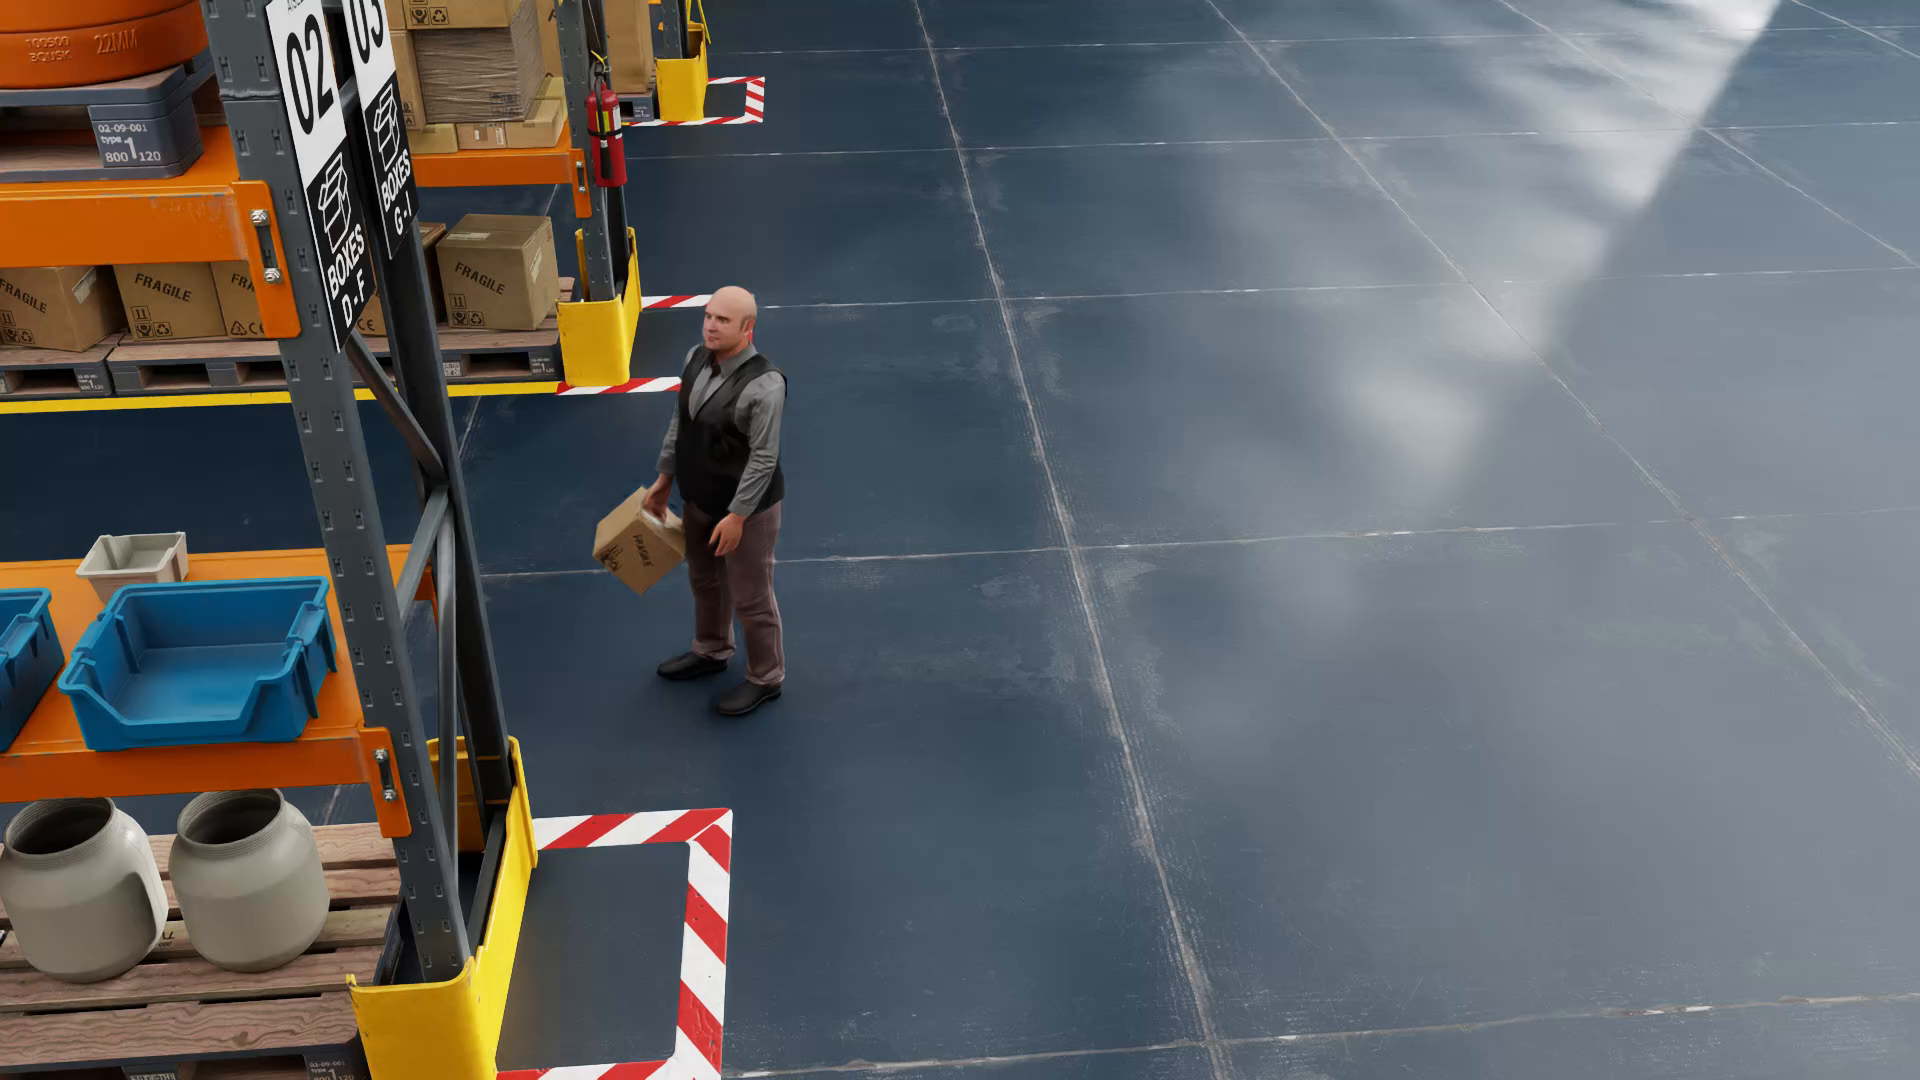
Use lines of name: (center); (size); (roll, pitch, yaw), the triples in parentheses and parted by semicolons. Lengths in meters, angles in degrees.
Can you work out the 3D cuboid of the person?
person: (-0.925, -0.107, 6.382); (0.458, 1.652, 0.600); (-26, 40, -36)
